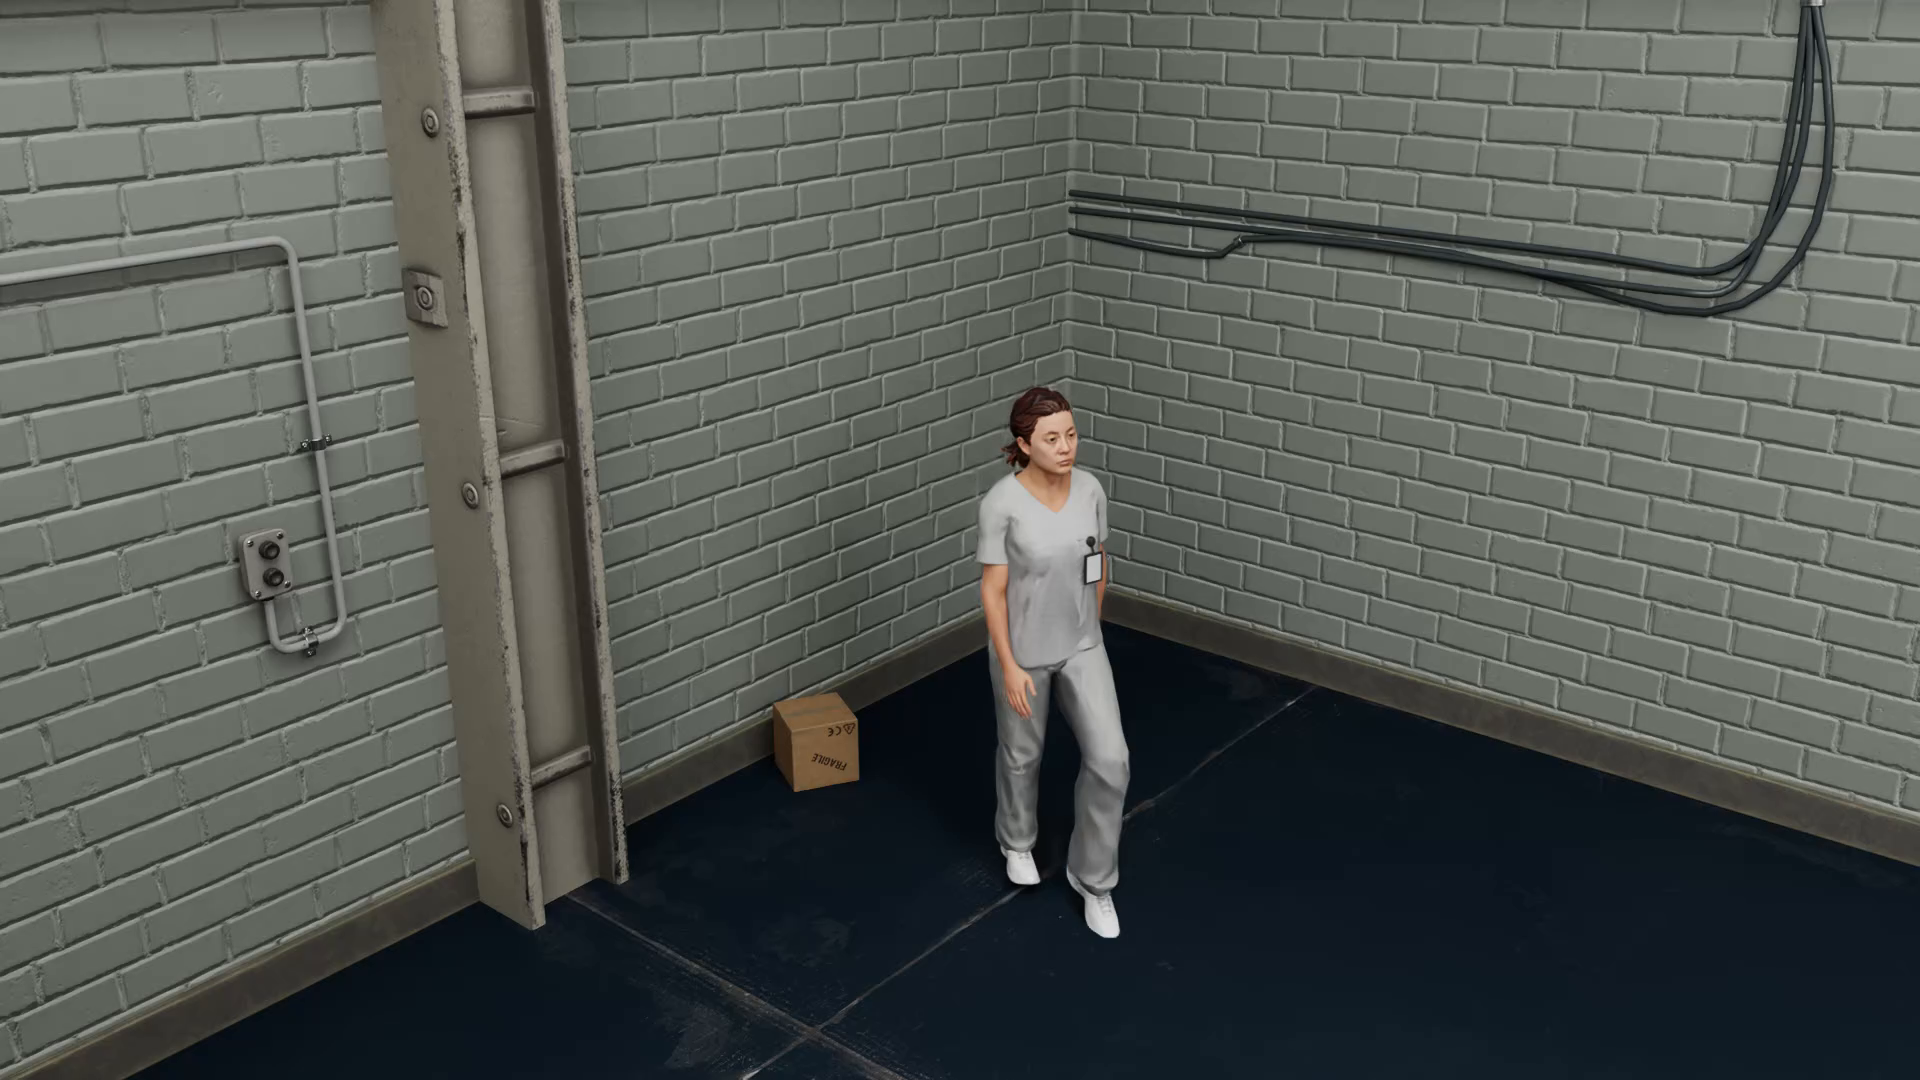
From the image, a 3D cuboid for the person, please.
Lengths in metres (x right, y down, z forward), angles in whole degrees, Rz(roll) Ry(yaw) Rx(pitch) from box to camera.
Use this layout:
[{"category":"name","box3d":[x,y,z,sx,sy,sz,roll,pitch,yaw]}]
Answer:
[{"category":"person","box3d":[0.264,0.379,5.084,0.455,1.721,0.587,-6,21,-17]}]
